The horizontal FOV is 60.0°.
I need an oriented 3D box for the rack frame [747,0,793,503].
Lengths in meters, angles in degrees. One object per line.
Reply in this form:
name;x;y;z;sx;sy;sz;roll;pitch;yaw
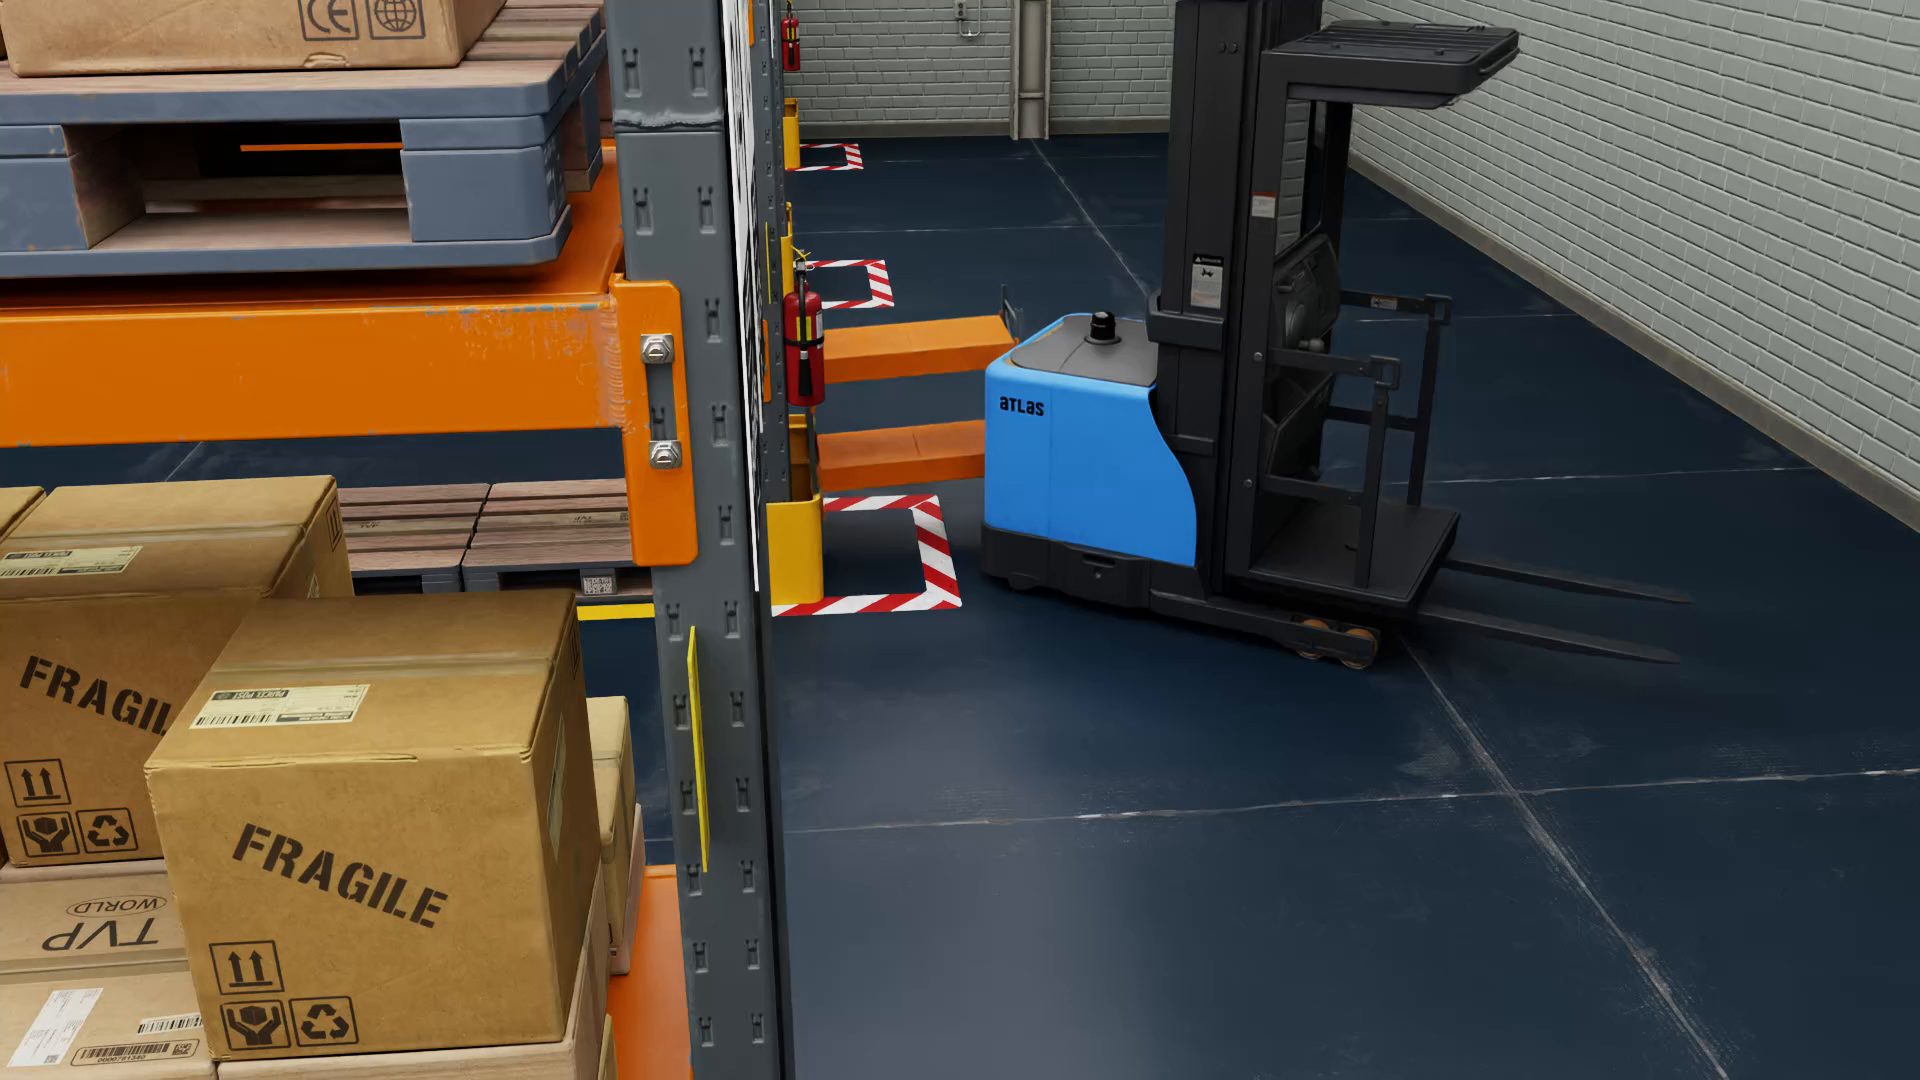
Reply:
rack frame;-0.873;-1.305;7.493;0.127;3.000;1.000;-2;24;-5

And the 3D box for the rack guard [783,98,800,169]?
rack guard;-1.823;-4.168;17.012;0.348;0.500;1.175;-2;24;-5

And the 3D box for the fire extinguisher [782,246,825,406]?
fire extinguisher;-0.678;-0.922;7.185;0.183;0.674;0.296;-2;24;-5

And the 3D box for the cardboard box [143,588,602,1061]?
cardboard box;-0.845;0.413;2.524;0.500;0.500;0.500;-2;24;-4

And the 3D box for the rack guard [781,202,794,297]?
rack guard;-1.432;-2.162;12.499;0.348;0.500;1.175;-2;24;-5

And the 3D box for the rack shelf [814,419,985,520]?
rack shelf;-0.213;-0.369;8.221;1.000;0.278;0.538;-6;23;-5

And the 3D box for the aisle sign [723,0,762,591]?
aisle sign;-0.285;-0.373;2.195;0.004;0.787;0.394;-2;24;-5

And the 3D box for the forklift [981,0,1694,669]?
forklift;1.651;-1.042;6.985;3.031;2.935;1.130;11;26;24

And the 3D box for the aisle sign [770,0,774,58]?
aisle sign;-0.773;-2.377;6.705;0.004;0.787;0.394;-2;24;-5

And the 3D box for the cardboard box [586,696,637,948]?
cardboard box;-0.890;0.540;3.161;0.500;0.250;0.500;-3;24;-7

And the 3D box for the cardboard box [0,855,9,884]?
cardboard box;-1.907;0.582;3.067;0.500;0.250;0.500;-3;24;-7

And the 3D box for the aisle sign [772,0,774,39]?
aisle sign;-0.831;-2.616;7.242;0.004;0.787;0.394;-2;24;-5

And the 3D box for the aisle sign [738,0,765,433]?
aisle sign;-0.344;-0.615;2.740;0.004;0.787;0.394;-2;24;-5

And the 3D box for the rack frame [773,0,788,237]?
rack frame;-1.356;-3.307;11.998;0.127;3.000;1.000;-2;24;-5

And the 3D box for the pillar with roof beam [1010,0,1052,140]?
pillar with roof beam;1.178;-6.768;12.398;0.400;9.000;9.100;-2;24;-5

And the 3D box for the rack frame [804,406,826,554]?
rack frame;-0.730;-0.544;8.078;0.032;1.125;0.500;-6;23;-5

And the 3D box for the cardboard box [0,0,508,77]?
cardboard box;-0.898;-0.915;2.158;0.500;0.500;0.700;-4;24;-8

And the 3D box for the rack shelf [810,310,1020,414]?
rack shelf;-0.242;-0.863;8.011;1.000;0.278;0.538;-6;23;-5

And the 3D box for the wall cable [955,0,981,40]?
wall cable;-0.665;-6.207;17.271;1.851;1.984;0.084;-2;24;-5

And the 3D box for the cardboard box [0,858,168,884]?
cardboard box;-1.407;0.563;3.109;0.500;0.250;0.500;-3;24;-6

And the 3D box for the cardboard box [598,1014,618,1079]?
cardboard box;-0.708;0.959;2.709;0.250;0.149;0.380;-2;24;-4

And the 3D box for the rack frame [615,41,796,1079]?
rack frame;-0.386;0.697;2.989;0.127;3.000;1.000;-2;24;-5

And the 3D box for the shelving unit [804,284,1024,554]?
shelving unit;-0.226;-0.594;8.126;1.048;1.125;0.538;-6;23;-5

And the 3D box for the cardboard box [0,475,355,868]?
cardboard box;-1.388;0.217;2.964;0.500;0.500;0.500;-3;24;-6

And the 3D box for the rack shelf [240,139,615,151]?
rack shelf;-3.346;-2.899;11.964;4.000;0.370;1.077;-2;24;-5

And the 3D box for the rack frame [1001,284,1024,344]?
rack frame;0.278;-0.644;8.173;0.032;1.125;0.500;-6;23;-5

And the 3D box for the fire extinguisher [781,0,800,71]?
fire extinguisher;-1.651;-4.923;16.188;0.183;0.674;0.296;-2;24;-5

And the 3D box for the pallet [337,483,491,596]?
pallet;-2.909;0.034;7.914;1.213;0.211;1.003;-2;24;-5

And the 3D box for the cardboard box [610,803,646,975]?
cardboard box;-0.772;0.693;3.308;0.250;0.149;0.380;-2;24;-5

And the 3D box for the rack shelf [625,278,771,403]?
rack shelf;-2.863;-0.896;7.460;4.000;0.370;1.077;-2;24;-5

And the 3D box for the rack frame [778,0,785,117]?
rack frame;-1.847;-5.309;16.502;0.127;3.000;1.000;-2;24;-5

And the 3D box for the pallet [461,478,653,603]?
pallet;-1.697;-0.014;8.021;1.213;0.211;1.003;-2;24;-5

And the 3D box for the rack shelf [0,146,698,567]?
rack shelf;-2.376;-0.265;2.346;4.000;0.370;1.077;-2;24;-5

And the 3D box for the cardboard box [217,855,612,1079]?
cardboard box;-0.842;0.756;2.674;0.500;0.250;0.500;-3;24;-6

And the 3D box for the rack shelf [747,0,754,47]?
rack shelf;-2.863;-2.267;6.850;4.000;0.370;1.077;-2;24;-5

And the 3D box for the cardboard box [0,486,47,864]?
cardboard box;-1.903;0.240;2.912;0.500;0.500;0.500;-3;24;-7

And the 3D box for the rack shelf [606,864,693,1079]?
rack shelf;-2.376;1.105;2.955;4.000;0.370;1.077;-2;24;-5

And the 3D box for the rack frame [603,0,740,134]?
rack frame;-0.386;-2.044;1.770;0.127;3.000;1.000;-2;24;-5

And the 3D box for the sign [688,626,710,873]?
sign;-0.347;0.279;2.211;0.005;0.325;0.100;-2;24;-5

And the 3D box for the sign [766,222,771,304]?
sign;-0.803;-1.158;6.961;0.005;0.325;0.100;-2;24;-5

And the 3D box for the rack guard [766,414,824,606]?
rack guard;-0.850;-0.169;8.015;0.348;0.500;1.175;-2;24;-5

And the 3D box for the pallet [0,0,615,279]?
pallet;-1.123;-0.599;2.322;1.213;0.211;1.003;-2;24;-5

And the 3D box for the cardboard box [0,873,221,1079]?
cardboard box;-1.347;0.776;2.629;0.500;0.250;0.500;-3;24;-6
